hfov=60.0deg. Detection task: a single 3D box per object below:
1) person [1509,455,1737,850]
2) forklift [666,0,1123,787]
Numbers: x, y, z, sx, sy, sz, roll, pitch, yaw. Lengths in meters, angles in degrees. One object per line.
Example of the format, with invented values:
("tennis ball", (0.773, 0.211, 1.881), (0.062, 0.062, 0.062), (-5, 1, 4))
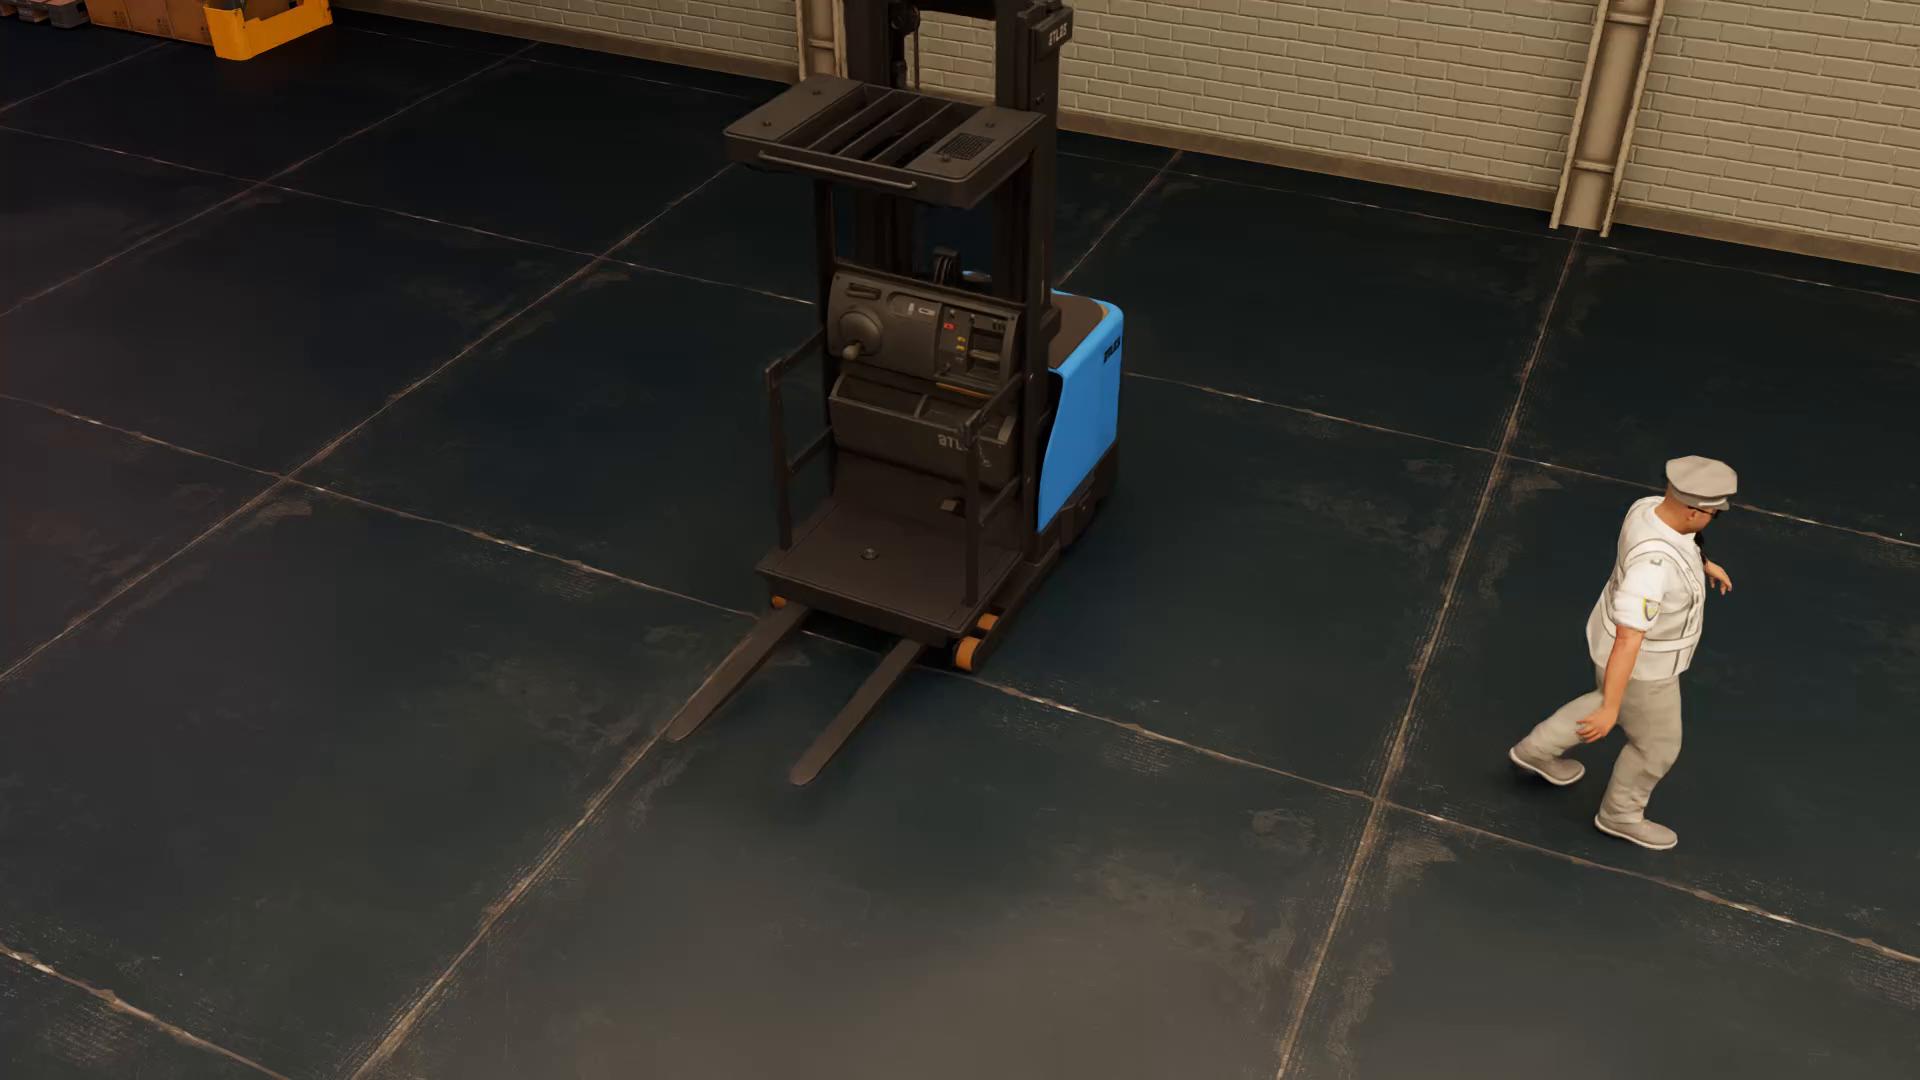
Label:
("person", (2.671, 0.449, 6.503), (0.722, 1.729, 0.909), (8, 36, 10))
("forklift", (-0.269, -0.874, 7.312), (1.130, 2.935, 3.031), (16, 39, 21))
